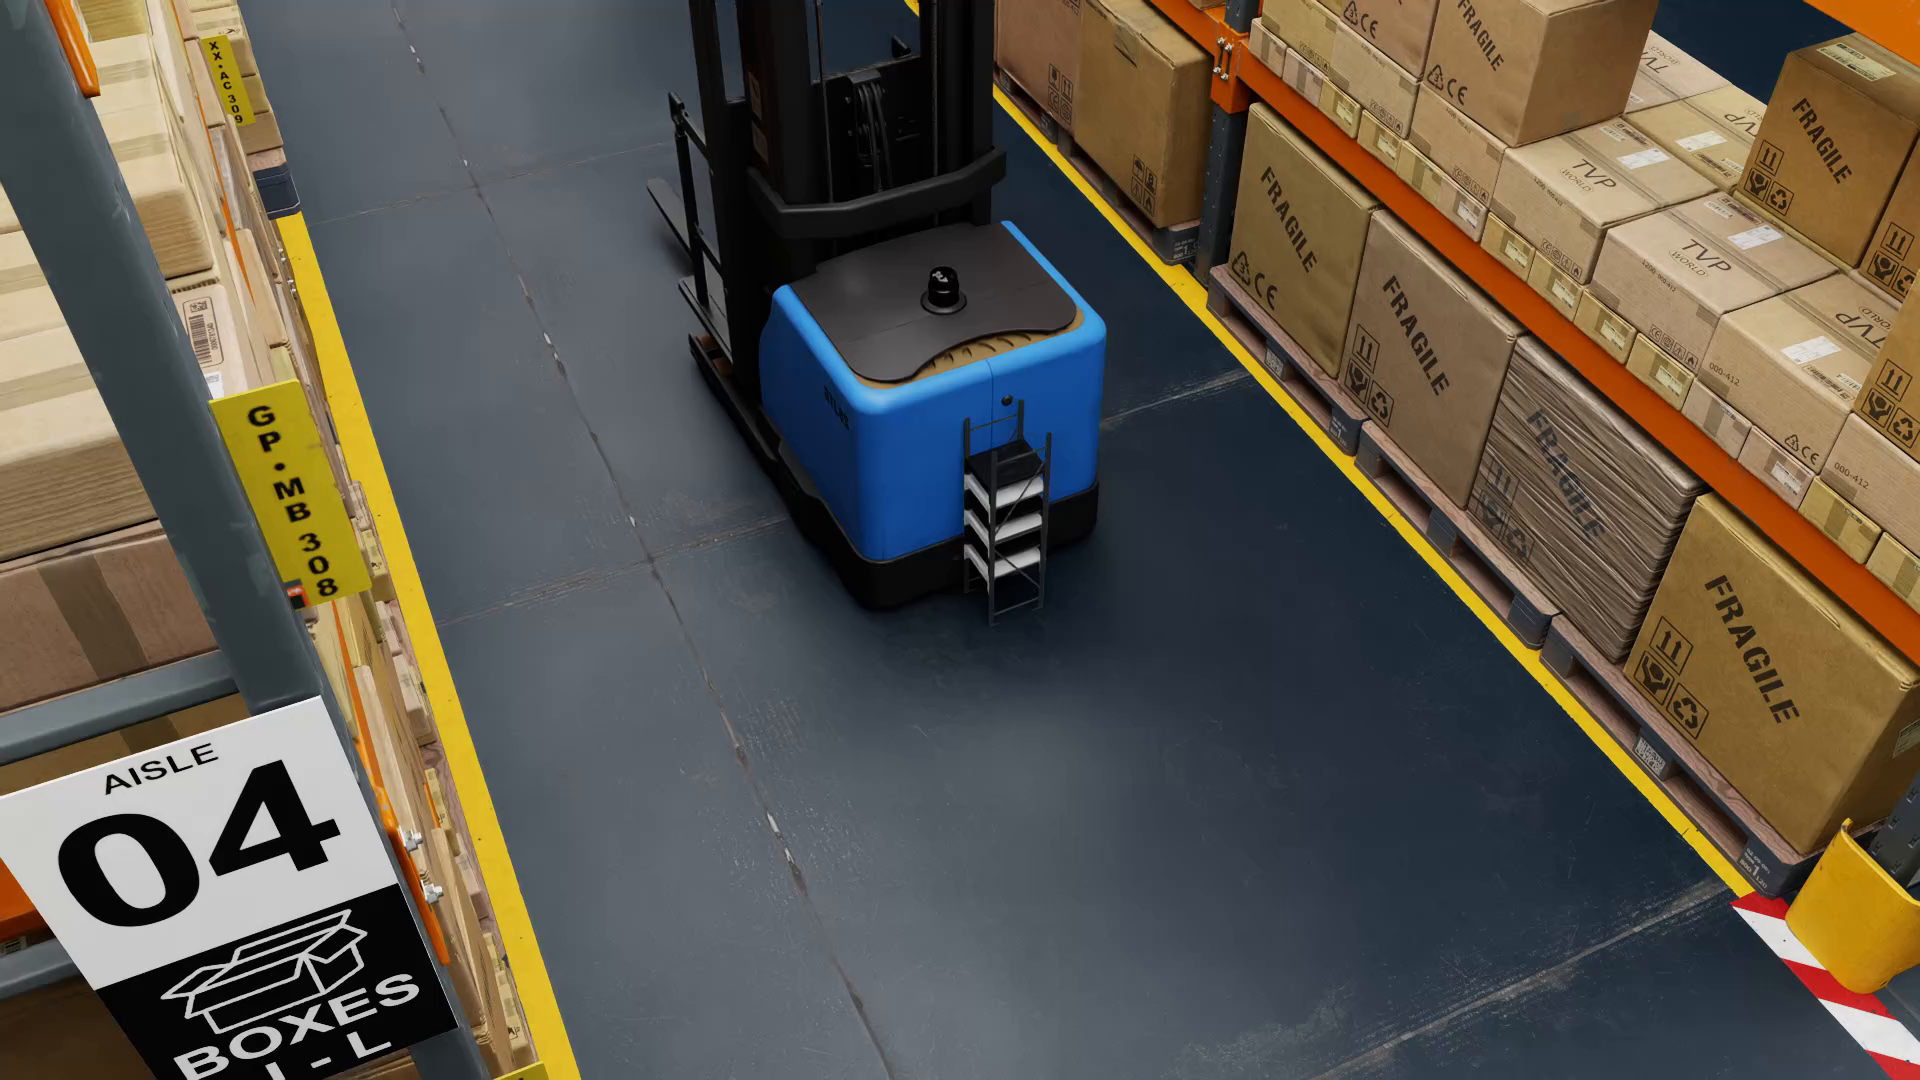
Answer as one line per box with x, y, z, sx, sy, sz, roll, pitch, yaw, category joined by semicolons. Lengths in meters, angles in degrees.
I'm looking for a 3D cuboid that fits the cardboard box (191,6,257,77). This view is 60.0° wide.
-2.685;-1.713;5.806;0.380;0.149;0.250;-16;47;-15;cardboard box

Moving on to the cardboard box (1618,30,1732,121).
2.465;-1.649;6.180;0.500;0.250;0.500;-17;47;-17;cardboard box

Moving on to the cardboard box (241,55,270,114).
-2.685;-1.607;5.911;0.380;0.149;0.250;-17;47;-17;cardboard box

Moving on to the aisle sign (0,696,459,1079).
-0.952;0.528;2.229;0.394;0.787;0.004;-18;47;-17;aisle sign

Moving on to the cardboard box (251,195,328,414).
-2.259;-0.639;4.979;0.500;0.500;0.500;-19;48;-18;cardboard box

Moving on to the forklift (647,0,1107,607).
-0.566;-1.824;6.512;1.130;2.935;3.031;-20;48;-19;forklift

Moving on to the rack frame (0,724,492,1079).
-1.255;1.495;3.099;1.000;3.000;0.127;-18;47;-17;rack frame

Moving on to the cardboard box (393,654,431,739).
-1.936;0.559;5.355;0.380;0.149;0.250;-20;48;-19;cardboard box

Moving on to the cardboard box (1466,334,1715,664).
2.564;-0.262;6.094;0.875;0.875;0.875;-18;47;-17;cardboard box

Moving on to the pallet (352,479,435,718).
-2.622;0.356;6.239;1.003;0.211;1.213;-18;47;-17;pallet

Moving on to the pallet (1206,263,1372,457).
1.855;-0.954;7.567;1.003;0.211;1.213;-18;47;-17;pallet

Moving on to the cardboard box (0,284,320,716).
-1.208;-0.060;2.290;0.500;0.250;0.500;-17;47;-17;cardboard box

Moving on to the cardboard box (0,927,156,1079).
-1.673;0.780;2.829;0.500;0.500;0.500;-19;48;-18;cardboard box

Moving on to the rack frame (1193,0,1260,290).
1.606;-2.454;7.102;1.000;3.000;0.127;-18;47;-17;rack frame

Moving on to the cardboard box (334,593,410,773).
-1.420;0.314;3.302;0.500;0.500;0.500;-17;47;-16;cardboard box

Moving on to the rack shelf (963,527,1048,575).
0.170;0.003;6.282;0.258;0.077;0.200;-20;48;-19;rack shelf

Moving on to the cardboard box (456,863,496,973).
-1.302;0.944;3.836;0.380;0.149;0.250;-19;48;-19;cardboard box

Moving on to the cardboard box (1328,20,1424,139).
1.771;-1.812;6.345;0.500;0.250;0.500;-18;47;-18;cardboard box

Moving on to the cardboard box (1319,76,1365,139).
1.651;-1.743;6.560;0.380;0.149;0.250;-17;47;-16;cardboard box

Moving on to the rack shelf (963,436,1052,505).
0.170;-0.253;6.029;0.258;0.077;0.200;-20;48;-19;rack shelf

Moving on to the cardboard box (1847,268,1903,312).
3.107;-0.673;5.191;0.500;0.250;0.500;-19;48;-18;cardboard box

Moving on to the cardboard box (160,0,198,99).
-1.839;-1.033;3.277;0.500;0.250;0.500;-20;48;-19;cardboard box

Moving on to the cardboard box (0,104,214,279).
-1.323;-0.475;2.427;0.380;0.149;0.250;-18;47;-17;cardboard box

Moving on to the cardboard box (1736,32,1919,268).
2.898;-1.257;5.250;0.500;0.500;0.500;-19;48;-18;cardboard box

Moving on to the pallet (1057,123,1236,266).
1.213;-1.931;8.557;1.003;0.211;1.213;-18;47;-17;pallet

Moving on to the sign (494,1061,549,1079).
-0.762;1.027;2.957;0.100;0.325;0.005;-18;47;-17;sign

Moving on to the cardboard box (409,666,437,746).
-2.027;0.620;5.716;0.380;0.149;0.250;-18;47;-17;cardboard box

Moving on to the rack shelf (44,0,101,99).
-2.095;-1.658;2.537;1.077;0.370;4.000;-18;47;-17;rack shelf

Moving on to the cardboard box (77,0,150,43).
-1.653;-0.959;2.918;0.380;0.149;0.250;-17;47;-16;cardboard box

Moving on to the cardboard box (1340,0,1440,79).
1.776;-2.077;6.080;0.500;0.500;0.500;-18;47;-17;cardboard box

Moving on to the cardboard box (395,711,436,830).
-1.441;0.652;3.670;0.500;0.500;0.500;-18;47;-17;cardboard box

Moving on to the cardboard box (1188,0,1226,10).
1.162;-2.707;7.287;0.500;0.500;0.500;-18;47;-17;cardboard box

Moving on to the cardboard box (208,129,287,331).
-2.069;-0.673;4.302;0.500;0.500;0.500;-17;47;-16;cardboard box

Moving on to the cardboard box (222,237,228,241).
-1.657;-0.542;3.135;0.500;0.250;0.500;-19;48;-19;cardboard box

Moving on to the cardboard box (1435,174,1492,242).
1.974;-1.252;6.062;0.380;0.149;0.250;-18;47;-17;cardboard box

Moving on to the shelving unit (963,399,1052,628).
0.170;-0.085;6.195;0.258;0.900;0.210;-20;48;-19;shelving unit

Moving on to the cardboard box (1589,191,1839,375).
2.417;-0.836;5.356;0.500;0.250;0.500;-20;48;-19;cardboard box

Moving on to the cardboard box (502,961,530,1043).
-1.487;1.438;4.888;0.380;0.149;0.250;-17;47;-17;cardboard box

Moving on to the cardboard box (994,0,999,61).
0.563;-3.380;9.254;1.225;0.875;0.875;-18;47;-17;cardboard box

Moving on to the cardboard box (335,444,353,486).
-2.516;-0.188;6.323;0.380;0.149;0.250;-17;47;-17;cardboard box

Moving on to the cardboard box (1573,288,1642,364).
2.299;-0.761;5.564;0.380;0.149;0.250;-18;47;-17;cardboard box

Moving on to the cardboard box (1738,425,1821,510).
2.624;-0.272;5.069;0.380;0.149;0.250;-18;47;-17;cardboard box

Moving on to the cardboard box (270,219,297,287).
-3.230;-1.199;7.311;0.500;0.500;0.500;-16;47;-16;cardboard box

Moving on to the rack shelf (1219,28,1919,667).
2.447;-0.924;6.063;1.077;0.370;4.000;-18;47;-17;rack shelf

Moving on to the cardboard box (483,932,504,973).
-1.498;1.328;4.787;0.380;0.149;0.250;-17;47;-16;cardboard box
